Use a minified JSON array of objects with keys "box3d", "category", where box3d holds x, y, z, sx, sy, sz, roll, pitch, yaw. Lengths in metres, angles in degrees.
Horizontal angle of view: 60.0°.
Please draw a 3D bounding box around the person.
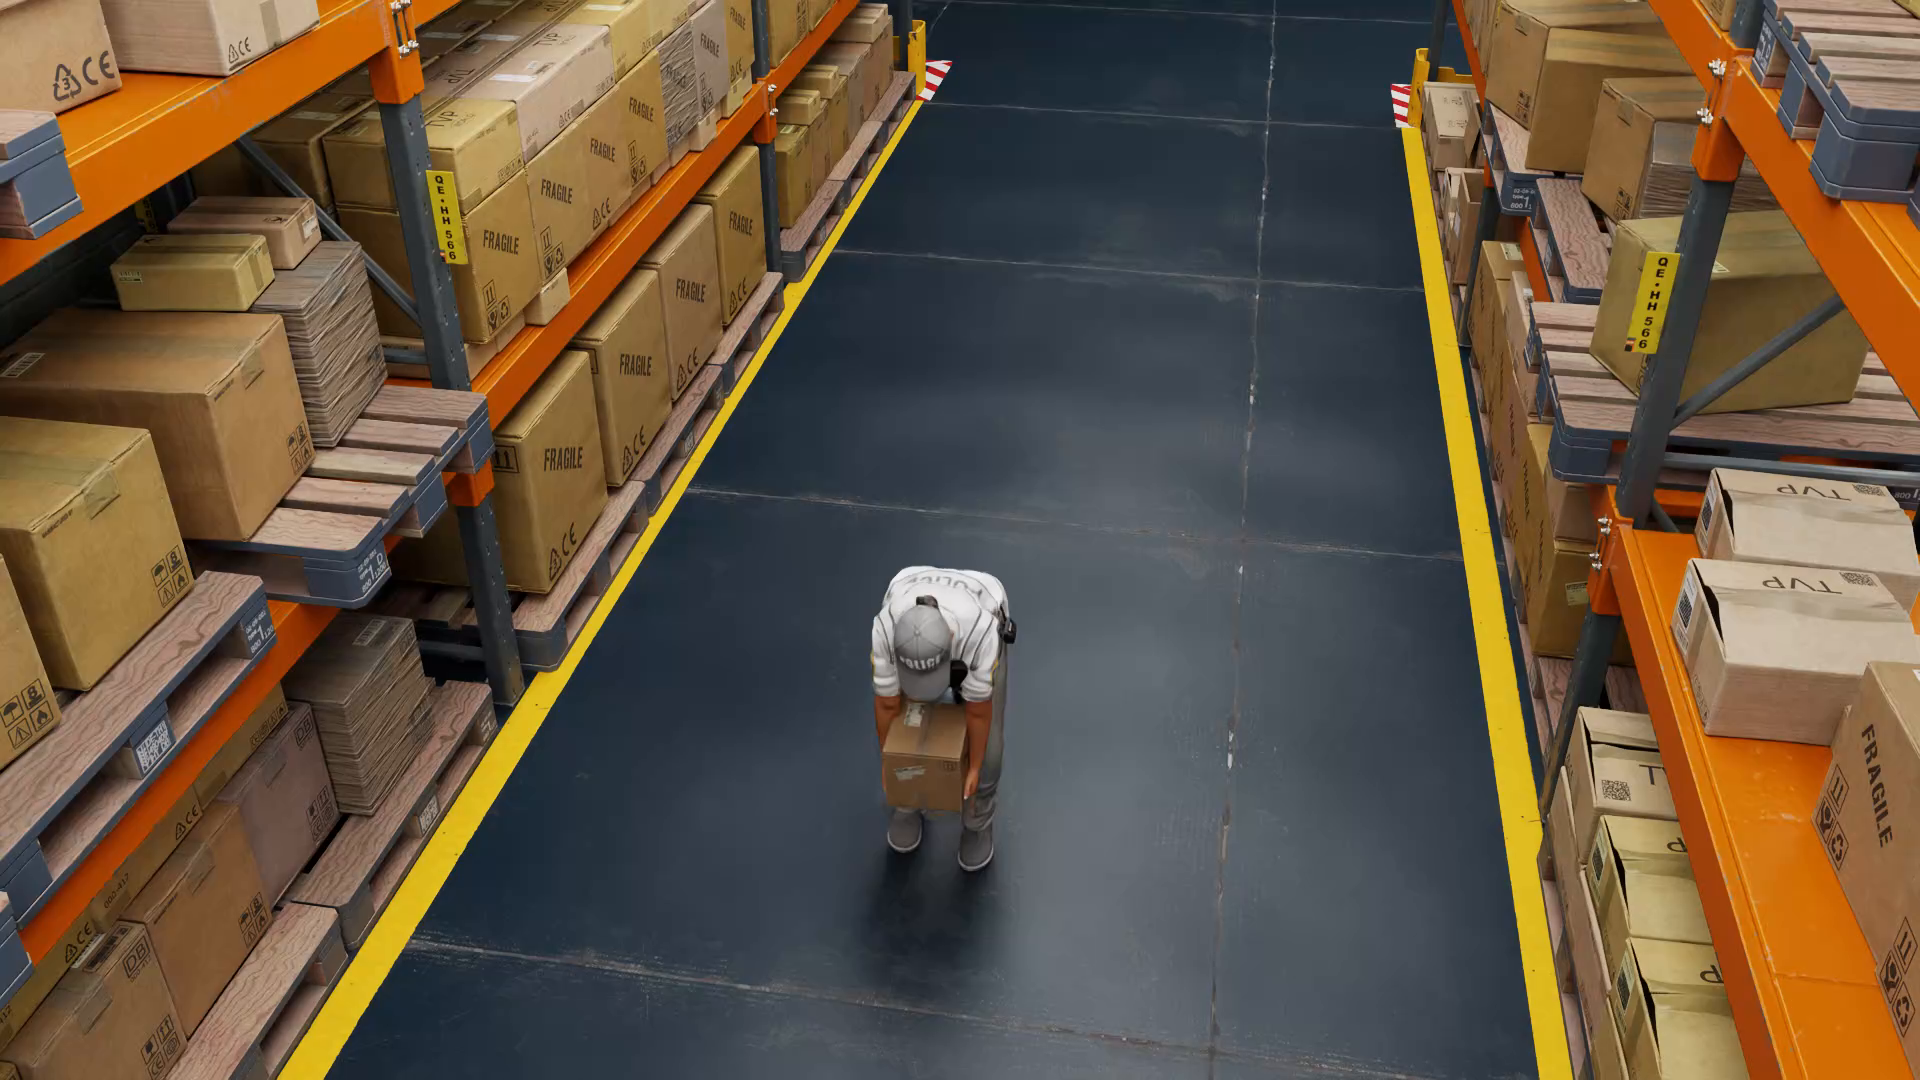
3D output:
[{"box3d":[-0.075,0.594,5.531,0.460,1.323,0.874,5,33,7],"category":"person"}]
